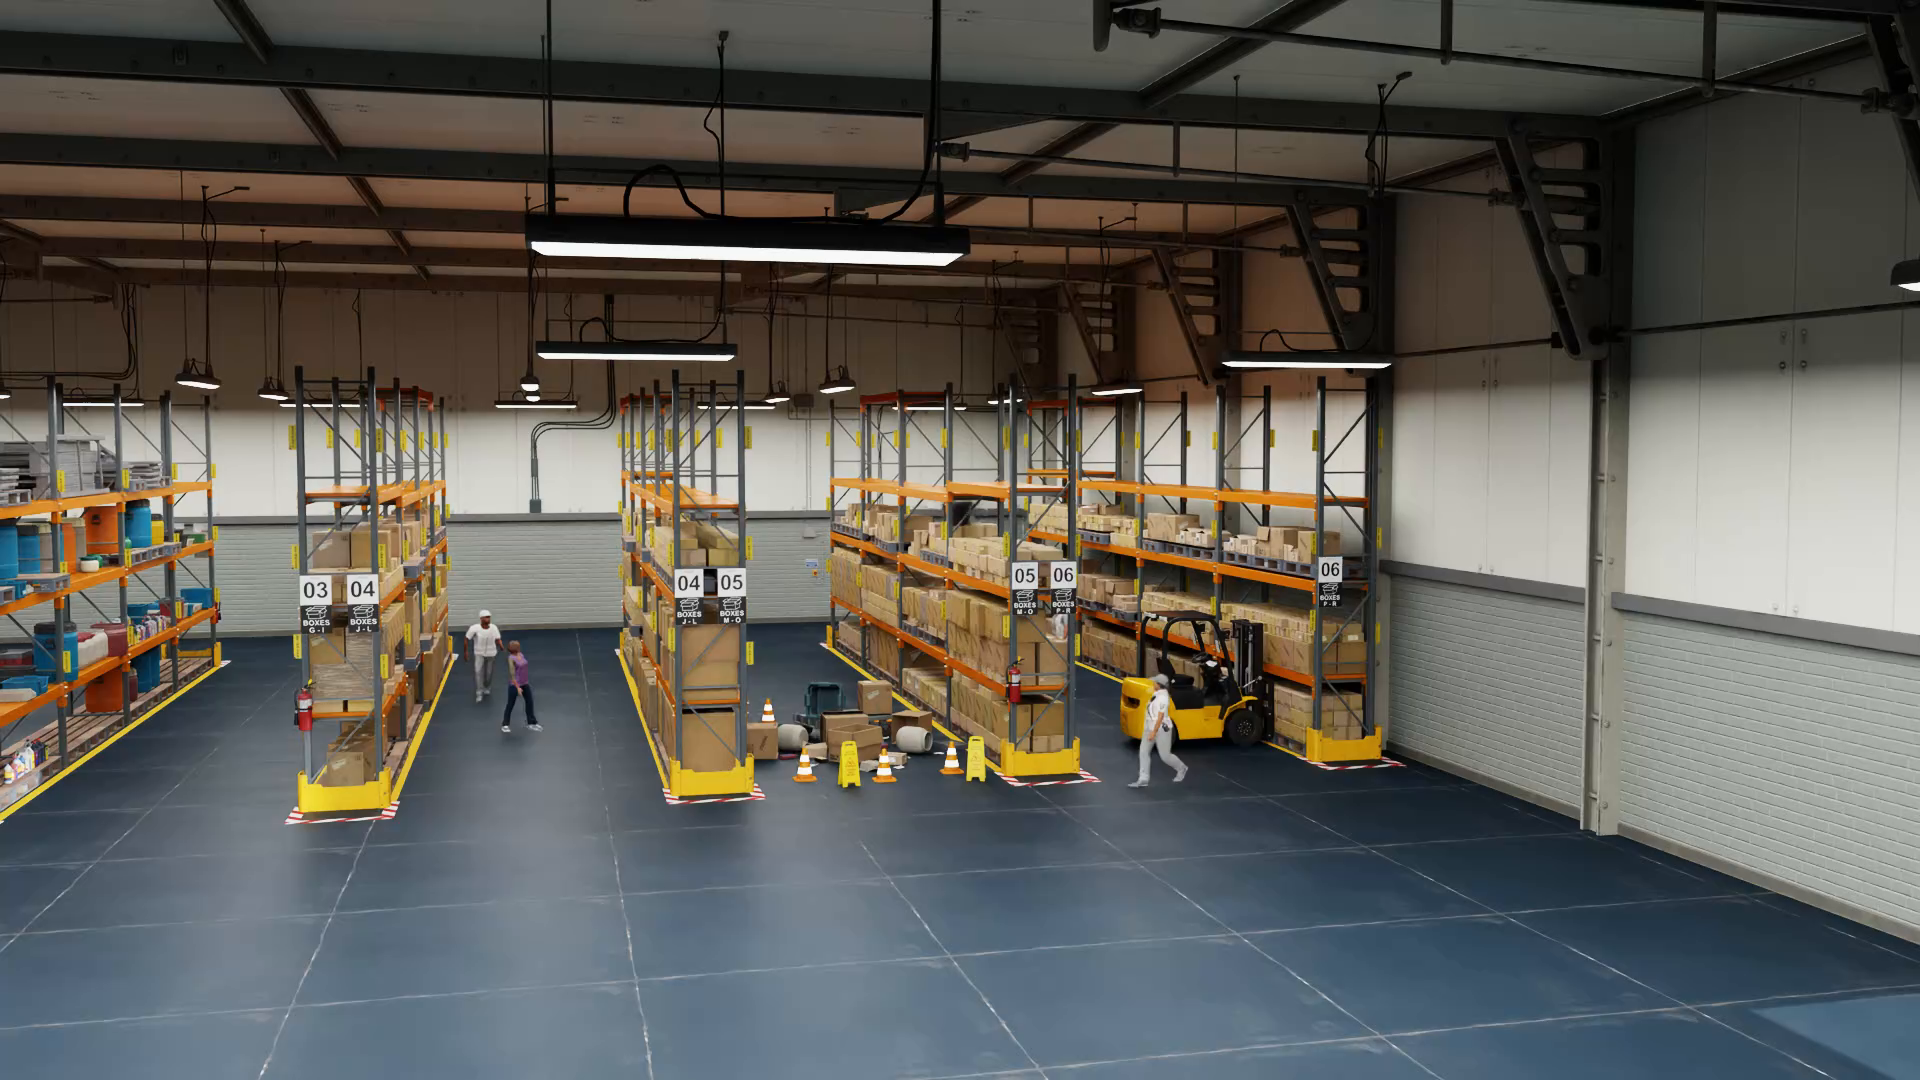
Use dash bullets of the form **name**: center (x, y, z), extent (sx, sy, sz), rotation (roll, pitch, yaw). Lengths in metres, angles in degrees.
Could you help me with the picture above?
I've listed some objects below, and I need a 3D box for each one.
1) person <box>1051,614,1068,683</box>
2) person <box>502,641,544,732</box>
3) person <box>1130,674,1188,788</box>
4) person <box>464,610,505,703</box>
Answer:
- **person**: center (2.038, 2.076, 33.874), extent (0.357, 1.788, 0.583), rotation (-1, 4, -18)
- **person**: center (-7.559, 2.510, 28.593), extent (0.541, 1.595, 0.592), rotation (2, 4, 31)
- **person**: center (2.882, 2.742, 24.043), extent (0.880, 1.633, 0.467), rotation (-2, 4, -35)
- **person**: center (-9.217, 2.226, 32.223), extent (0.764, 1.746, 1.003), rotation (-1, 4, -14)
